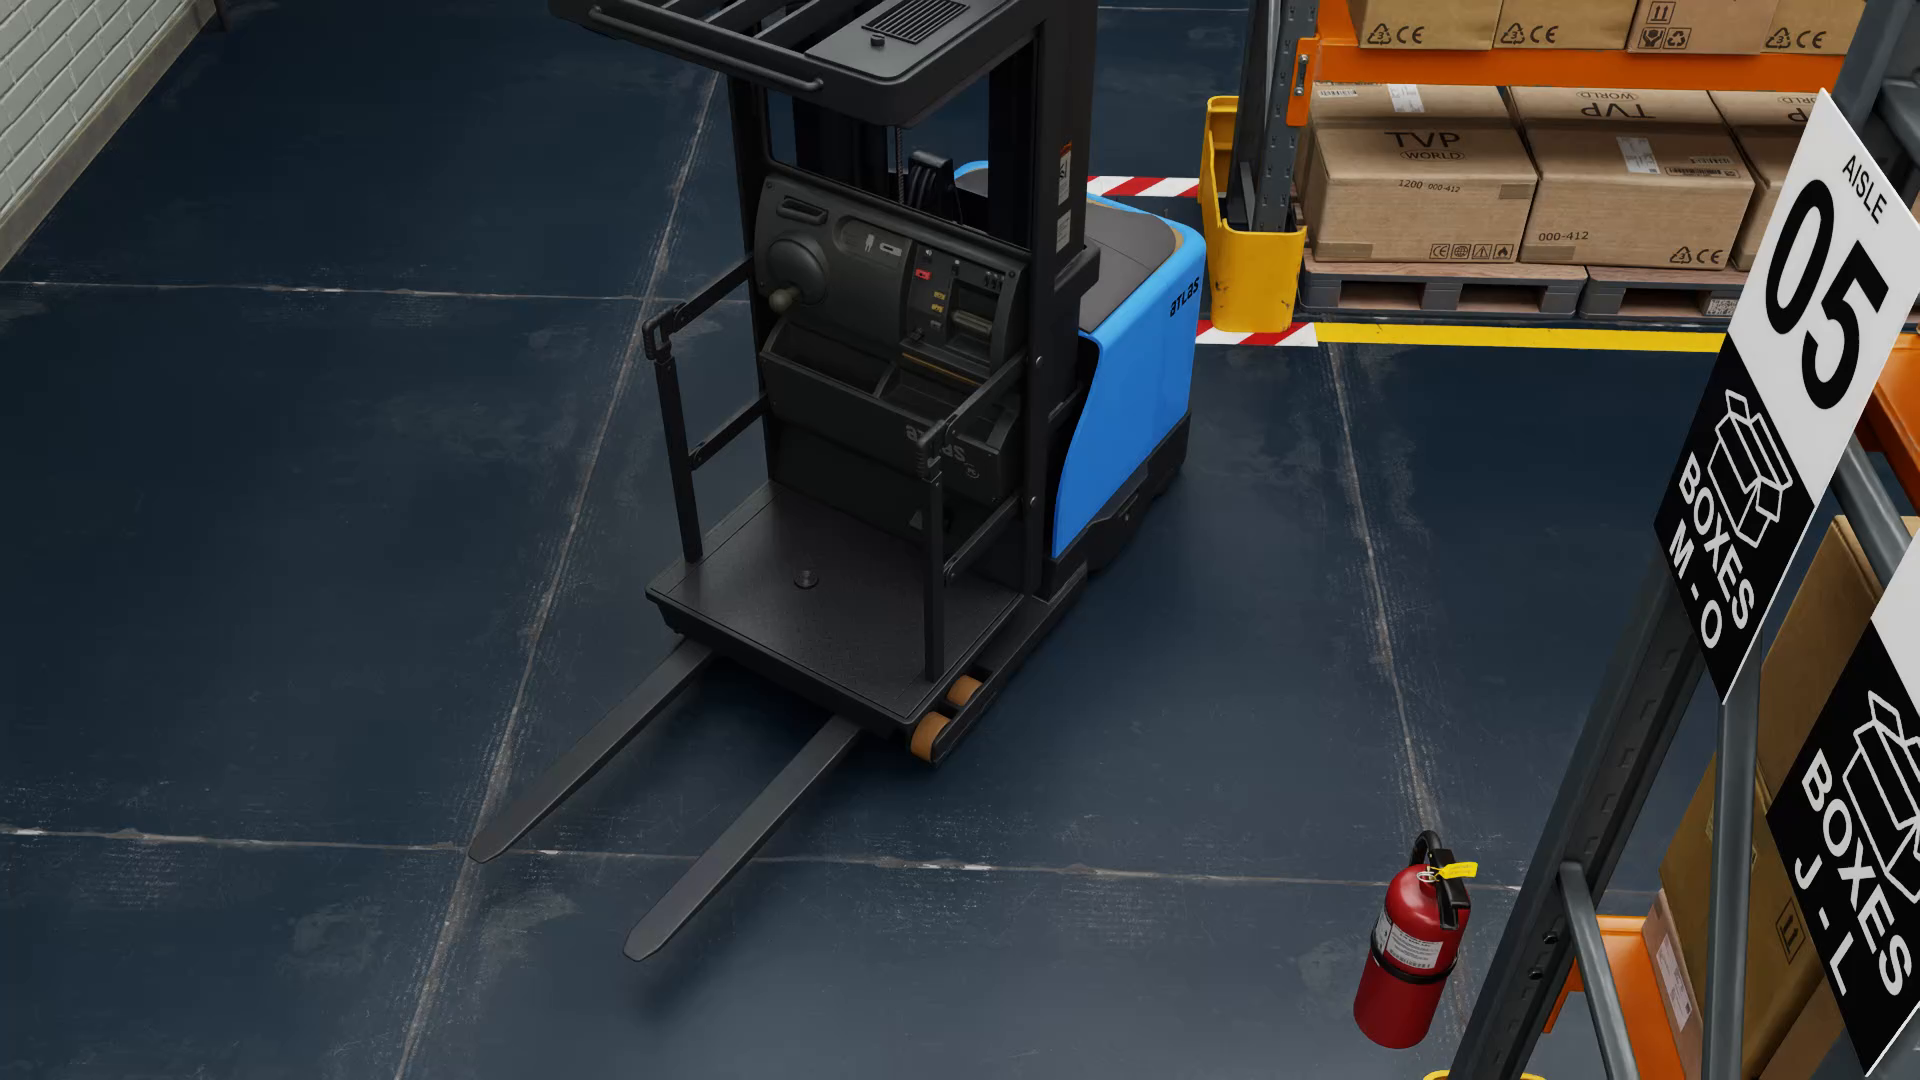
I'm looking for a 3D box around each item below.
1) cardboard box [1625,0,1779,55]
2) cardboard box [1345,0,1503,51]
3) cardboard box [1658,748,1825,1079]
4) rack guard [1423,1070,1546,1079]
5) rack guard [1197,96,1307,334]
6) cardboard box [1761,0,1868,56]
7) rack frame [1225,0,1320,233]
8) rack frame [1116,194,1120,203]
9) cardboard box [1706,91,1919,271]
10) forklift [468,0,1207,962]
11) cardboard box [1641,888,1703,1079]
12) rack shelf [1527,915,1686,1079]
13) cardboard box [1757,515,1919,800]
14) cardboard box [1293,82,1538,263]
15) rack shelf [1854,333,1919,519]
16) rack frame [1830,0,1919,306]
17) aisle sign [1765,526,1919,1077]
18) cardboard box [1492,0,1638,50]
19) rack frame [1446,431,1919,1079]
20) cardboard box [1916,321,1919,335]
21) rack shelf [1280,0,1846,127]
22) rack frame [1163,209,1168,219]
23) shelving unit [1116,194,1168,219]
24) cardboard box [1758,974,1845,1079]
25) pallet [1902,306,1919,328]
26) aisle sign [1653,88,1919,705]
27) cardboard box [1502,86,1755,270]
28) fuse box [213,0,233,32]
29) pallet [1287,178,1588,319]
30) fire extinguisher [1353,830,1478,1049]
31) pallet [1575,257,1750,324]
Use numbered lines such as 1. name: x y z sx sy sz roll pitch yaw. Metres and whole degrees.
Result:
1. cardboard box: 2.799 -2.197 6.334 0.500 0.500 0.500 2 43 2
2. cardboard box: 1.785 -2.221 6.360 0.500 0.500 0.500 1 43 2
3. cardboard box: 1.657 0.672 3.036 0.500 0.500 0.500 3 43 3
4. rack guard: 1.273 1.896 3.848 0.348 0.500 1.175 2 43 2
5. rack guard: 1.295 -1.481 7.473 0.348 0.500 1.175 2 43 2
6. cardboard box: 3.300 -2.193 6.330 0.500 0.500 0.500 3 43 3
7. rack frame: 1.319 -2.395 6.620 0.127 3.000 1.000 2 43 2
8. rack frame: 0.545 -0.924 6.581 0.006 0.900 0.240 23 48 23
9. cardboard box: 3.798 -1.608 7.347 0.875 0.438 0.875 1 43 1
10. forklift: -0.347 -0.714 4.866 1.130 2.935 3.031 24 48 24
11. cardboard box: 1.535 0.888 3.280 0.250 0.149 0.380 2 43 2
12. rack shelf: 3.195 1.304 3.178 4.000 0.370 1.077 2 43 2
13. cardboard box: 1.665 0.312 2.689 0.500 0.500 0.500 1 43 1
14. cardboard box: 1.982 -1.659 7.402 0.875 0.438 0.875 0 43 0
15. rack shelf: 3.195 0.206 2.155 4.000 0.370 1.077 2 43 2
16. rack frame: 1.197 -1.216 0.954 0.127 3.000 1.000 2 43 2
17. aisle sign: 1.110 0.230 1.896 0.004 0.787 0.394 2 43 2
18. cardboard box: 2.292 -2.225 6.364 0.500 0.500 0.500 1 43 1
19. rack frame: 1.197 0.979 2.999 0.127 3.000 1.000 2 43 2
20. cardboard box: 1.663 -0.230 2.206 0.500 0.250 0.500 1 43 1
21. rack shelf: 3.317 -2.070 6.799 4.000 0.370 1.077 2 43 2
22. rack frame: 0.717 -0.850 6.502 0.006 0.900 0.240 23 48 23
23. shelving unit: 0.631 -0.887 6.542 0.210 0.900 0.258 23 48 23
24. cardboard box: 1.633 1.035 2.646 0.500 0.500 0.500 4 43 4
25. pallet: 4.558 -1.328 7.521 1.213 0.211 1.003 2 43 2
26. aisle sign: 1.137 -0.179 2.334 0.004 0.787 0.394 2 43 2
27. cardboard box: 2.897 -1.636 7.378 0.875 0.438 0.875 3 43 3
28. fuse box: -4.075 -3.507 8.759 0.414 1.711 0.539 2 43 2
29. pallet: 2.121 -1.403 7.602 1.213 0.211 1.003 2 43 2
30. fire extinguisher: 0.966 0.822 3.498 0.183 0.674 0.296 2 43 2
31. pallet: 3.336 -1.364 7.559 1.213 0.211 1.003 2 43 2
